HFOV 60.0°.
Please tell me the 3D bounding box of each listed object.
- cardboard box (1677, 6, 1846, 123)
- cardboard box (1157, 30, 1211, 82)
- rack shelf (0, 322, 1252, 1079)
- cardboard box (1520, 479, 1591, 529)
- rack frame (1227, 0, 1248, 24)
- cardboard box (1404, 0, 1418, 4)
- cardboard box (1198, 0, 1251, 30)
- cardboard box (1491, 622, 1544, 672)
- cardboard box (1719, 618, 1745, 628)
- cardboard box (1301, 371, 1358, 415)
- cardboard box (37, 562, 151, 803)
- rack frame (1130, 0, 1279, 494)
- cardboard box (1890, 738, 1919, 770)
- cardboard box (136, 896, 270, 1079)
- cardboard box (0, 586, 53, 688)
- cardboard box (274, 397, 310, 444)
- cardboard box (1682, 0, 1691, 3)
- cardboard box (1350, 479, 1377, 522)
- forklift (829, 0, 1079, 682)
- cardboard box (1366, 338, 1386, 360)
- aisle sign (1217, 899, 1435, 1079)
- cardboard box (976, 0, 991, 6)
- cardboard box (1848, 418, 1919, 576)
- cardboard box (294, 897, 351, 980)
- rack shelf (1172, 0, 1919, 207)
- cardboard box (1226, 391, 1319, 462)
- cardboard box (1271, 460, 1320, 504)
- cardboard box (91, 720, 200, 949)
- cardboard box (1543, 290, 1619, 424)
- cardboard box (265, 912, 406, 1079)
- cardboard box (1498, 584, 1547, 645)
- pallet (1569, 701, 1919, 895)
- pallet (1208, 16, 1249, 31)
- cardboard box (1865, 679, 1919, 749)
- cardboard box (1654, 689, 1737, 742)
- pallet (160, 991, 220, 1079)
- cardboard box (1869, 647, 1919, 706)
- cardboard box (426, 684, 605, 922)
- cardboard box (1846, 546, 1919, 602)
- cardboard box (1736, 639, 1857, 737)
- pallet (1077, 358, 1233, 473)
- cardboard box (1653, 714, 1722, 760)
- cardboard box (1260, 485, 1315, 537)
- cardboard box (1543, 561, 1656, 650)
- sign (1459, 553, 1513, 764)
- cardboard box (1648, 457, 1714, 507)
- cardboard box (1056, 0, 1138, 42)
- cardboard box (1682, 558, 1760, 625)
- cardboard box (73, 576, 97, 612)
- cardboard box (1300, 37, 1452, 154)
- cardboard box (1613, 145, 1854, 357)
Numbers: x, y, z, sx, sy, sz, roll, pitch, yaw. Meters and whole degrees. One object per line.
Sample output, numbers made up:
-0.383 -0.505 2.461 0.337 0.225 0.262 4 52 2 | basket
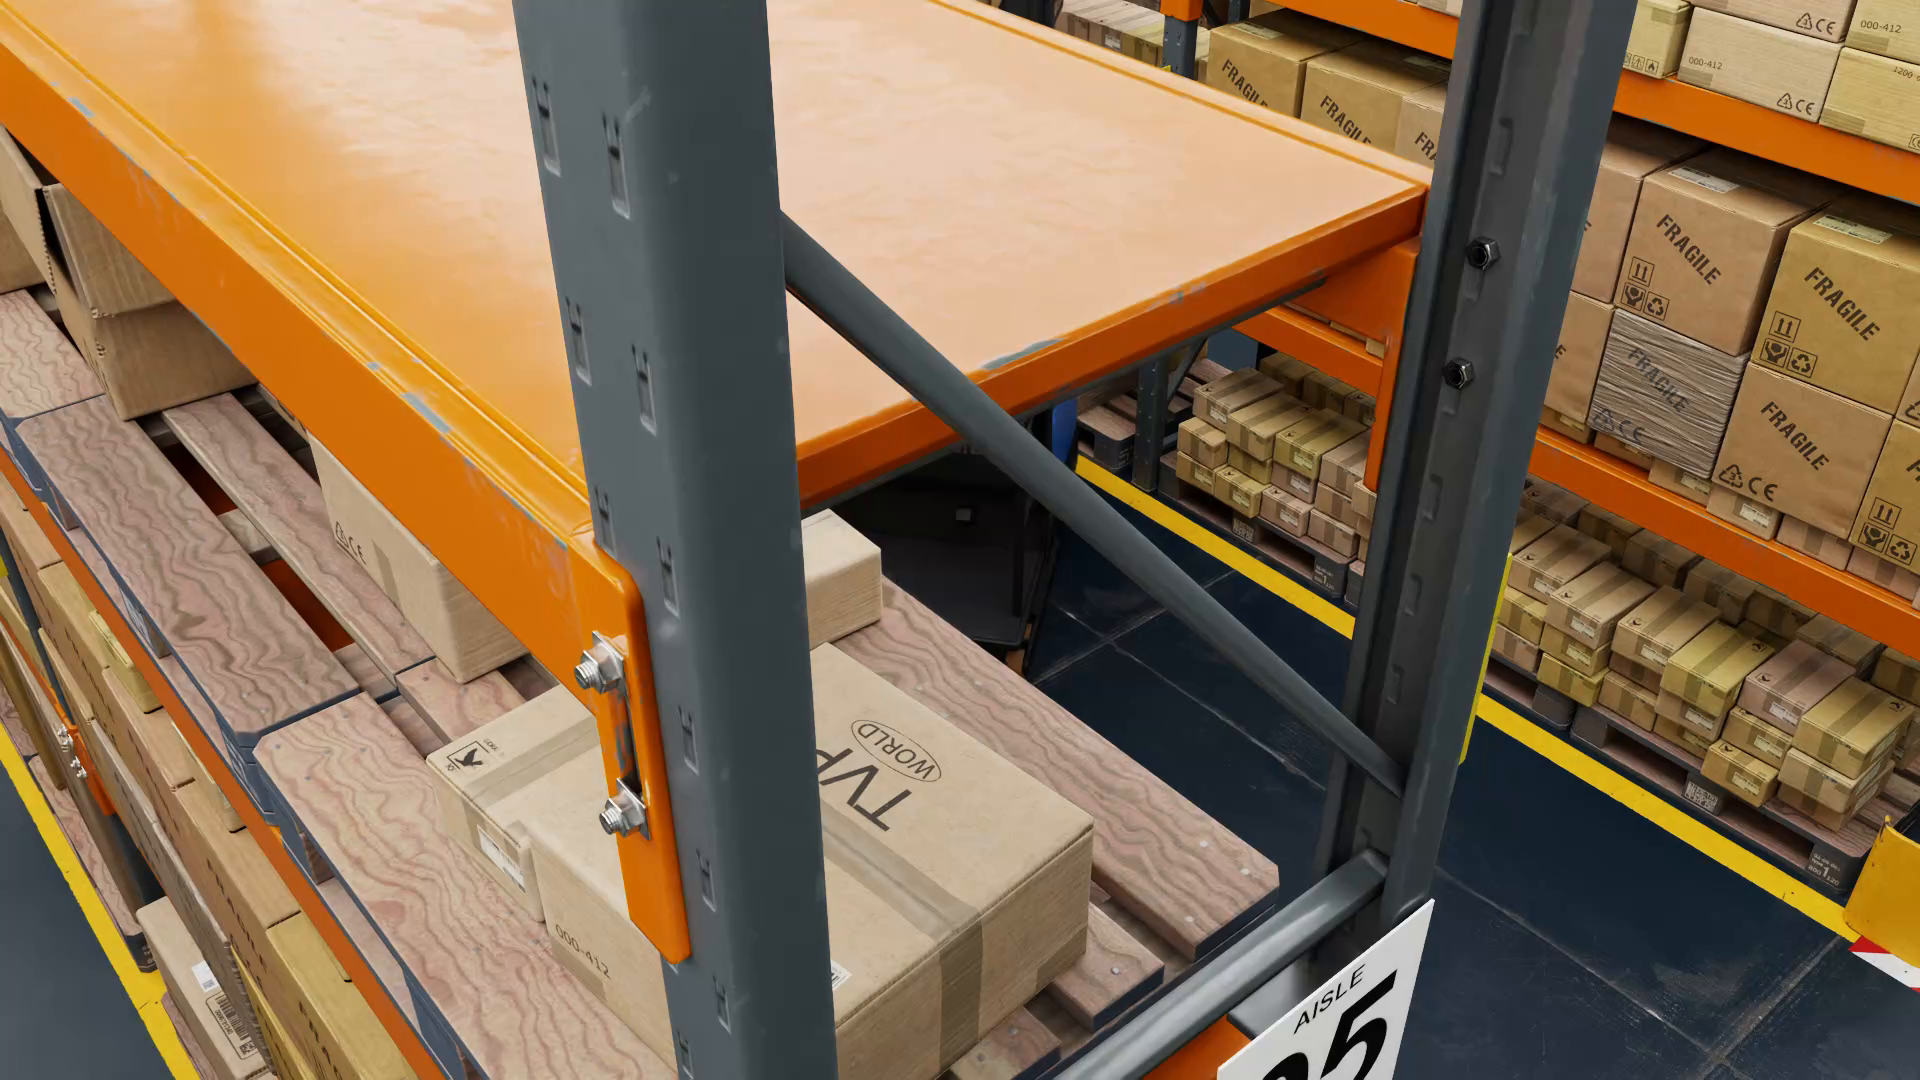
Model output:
2.752 -1.619 5.475 0.500 0.250 0.500 -24 42 -30 | cardboard box
1.223 -2.451 8.455 0.380 0.149 0.250 -25 42 -31 | cardboard box
-1.115 0.170 3.442 1.077 0.370 4.000 -26 43 -32 | rack shelf
2.714 -0.165 7.477 0.380 0.149 0.250 -26 43 -32 | cardboard box
2.583 -5.245 13.060 1.000 3.000 0.127 -26 43 -32 | rack frame
1.738 -2.316 6.459 0.500 0.250 0.500 -27 43 -32 | cardboard box
2.136 -4.693 14.063 0.700 0.500 0.500 -29 44 -34 | cardboard box
2.502 0.384 7.216 0.380 0.149 0.250 -25 42 -31 | cardboard box
3.308 0.265 7.126 0.380 0.149 0.250 -25 42 -30 | cardboard box
1.934 -0.766 8.325 0.380 0.149 0.250 -25 43 -31 | cardboard box
-1.962 0.294 4.287 0.500 0.500 0.500 -27 43 -32 | cardboard box
1.311 -1.674 8.018 1.000 3.000 0.127 -26 43 -32 | rack frame
3.798 0.734 6.722 0.380 0.149 0.250 -25 42 -31 | cardboard box
-2.082 1.409 5.519 0.875 0.438 0.875 -27 43 -32 | cardboard box
-2.888 0.175 5.538 0.500 0.250 0.500 -27 43 -33 | cardboard box
-1.011 -0.440 3.144 0.500 0.500 0.500 -25 42 -31 | cardboard box
2.424 -2.062 5.669 0.500 0.250 0.500 -28 44 -34 | cardboard box
1.995 -0.208 7.537 0.380 0.149 0.250 -25 42 -31 | cardboard box
-0.185 -0.792 6.832 1.130 2.935 3.031 7 36 9 | forklift
1.963 -0.881 7.117 0.380 0.149 0.250 -25 42 -31 | cardboard box
0.444 0.846 2.211 0.394 0.787 0.004 -26 43 -32 | aisle sign
0.228 -3.134 9.419 0.380 0.149 0.250 -24 42 -30 | cardboard box
3.405 -0.172 5.554 0.500 0.500 0.500 -25 42 -31 | cardboard box
-1.074 0.643 3.234 0.380 0.149 0.250 -25 42 -31 | cardboard box
2.601 -1.721 6.112 1.077 0.370 4.000 -26 43 -32 | rack shelf
1.507 -0.551 8.021 0.380 0.149 0.250 -24 42 -30 | cardboard box
1.717 -0.351 7.996 0.380 0.149 0.250 -26 43 -32 | cardboard box
-1.981 0.705 4.573 0.500 0.500 0.500 -26 43 -32 | cardboard box
2.428 -0.846 6.505 0.500 0.500 0.500 -24 42 -30 | cardboard box
-0.994 0.971 3.332 0.500 0.500 0.500 -26 43 -32 | cardboard box
2.501 0.264 7.128 0.380 0.149 0.250 -24 42 -30 | cardboard box
3.346 0.825 6.902 1.003 0.211 1.213 -26 43 -32 | pallet
2.080 -4.452 14.354 1.003 0.211 1.213 -26 43 -32 | pallet
3.750 0.636 6.602 0.380 0.149 0.250 -24 42 -30 | cardboard box
2.997 0.608 6.642 0.380 0.149 0.250 -28 44 -33 | cardboard box
-1.975 1.720 5.638 1.003 0.211 1.213 -26 43 -32 | pallet
3.813 0.484 6.560 0.380 0.149 0.250 -28 44 -34 | cardboard box
-0.515 0.329 2.362 0.380 0.149 0.250 -30 45 -35 | cardboard box
3.334 0.033 5.826 0.380 0.149 0.250 -26 43 -32 | cardboard box
3.238 0.570 6.438 0.380 0.149 0.250 -25 42 -31 | cardboard box
0.807 -0.879 9.308 1.003 0.211 1.213 -26 43 -32 | pallet
3.045 0.705 6.762 0.380 0.149 0.250 -26 43 -32 | cardboard box
1.672 -0.193 8.030 0.380 0.149 0.250 -26 43 -32 | cardboard box
2.640 0.267 6.866 0.380 0.149 0.250 -24 42 -30 | cardboard box
0.603 0.166 2.000 0.100 0.325 0.005 -26 43 -32 | sign
2.830 -0.304 6.301 0.380 0.149 0.250 -28 44 -34 | cardboard box
0.735 -2.790 8.933 0.380 0.149 0.250 -26 43 -32 | cardboard box
3.255 0.169 7.004 0.380 0.149 0.250 -28 44 -34 | cardboard box
-1.912 0.077 4.033 0.380 0.149 0.250 -26 43 -32 | cardboard box
1.762 -1.730 6.889 0.500 0.500 0.500 -27 44 -33 | cardboard box
2.737 -1.037 5.910 0.500 0.500 0.500 -24 42 -30 | cardboard box
